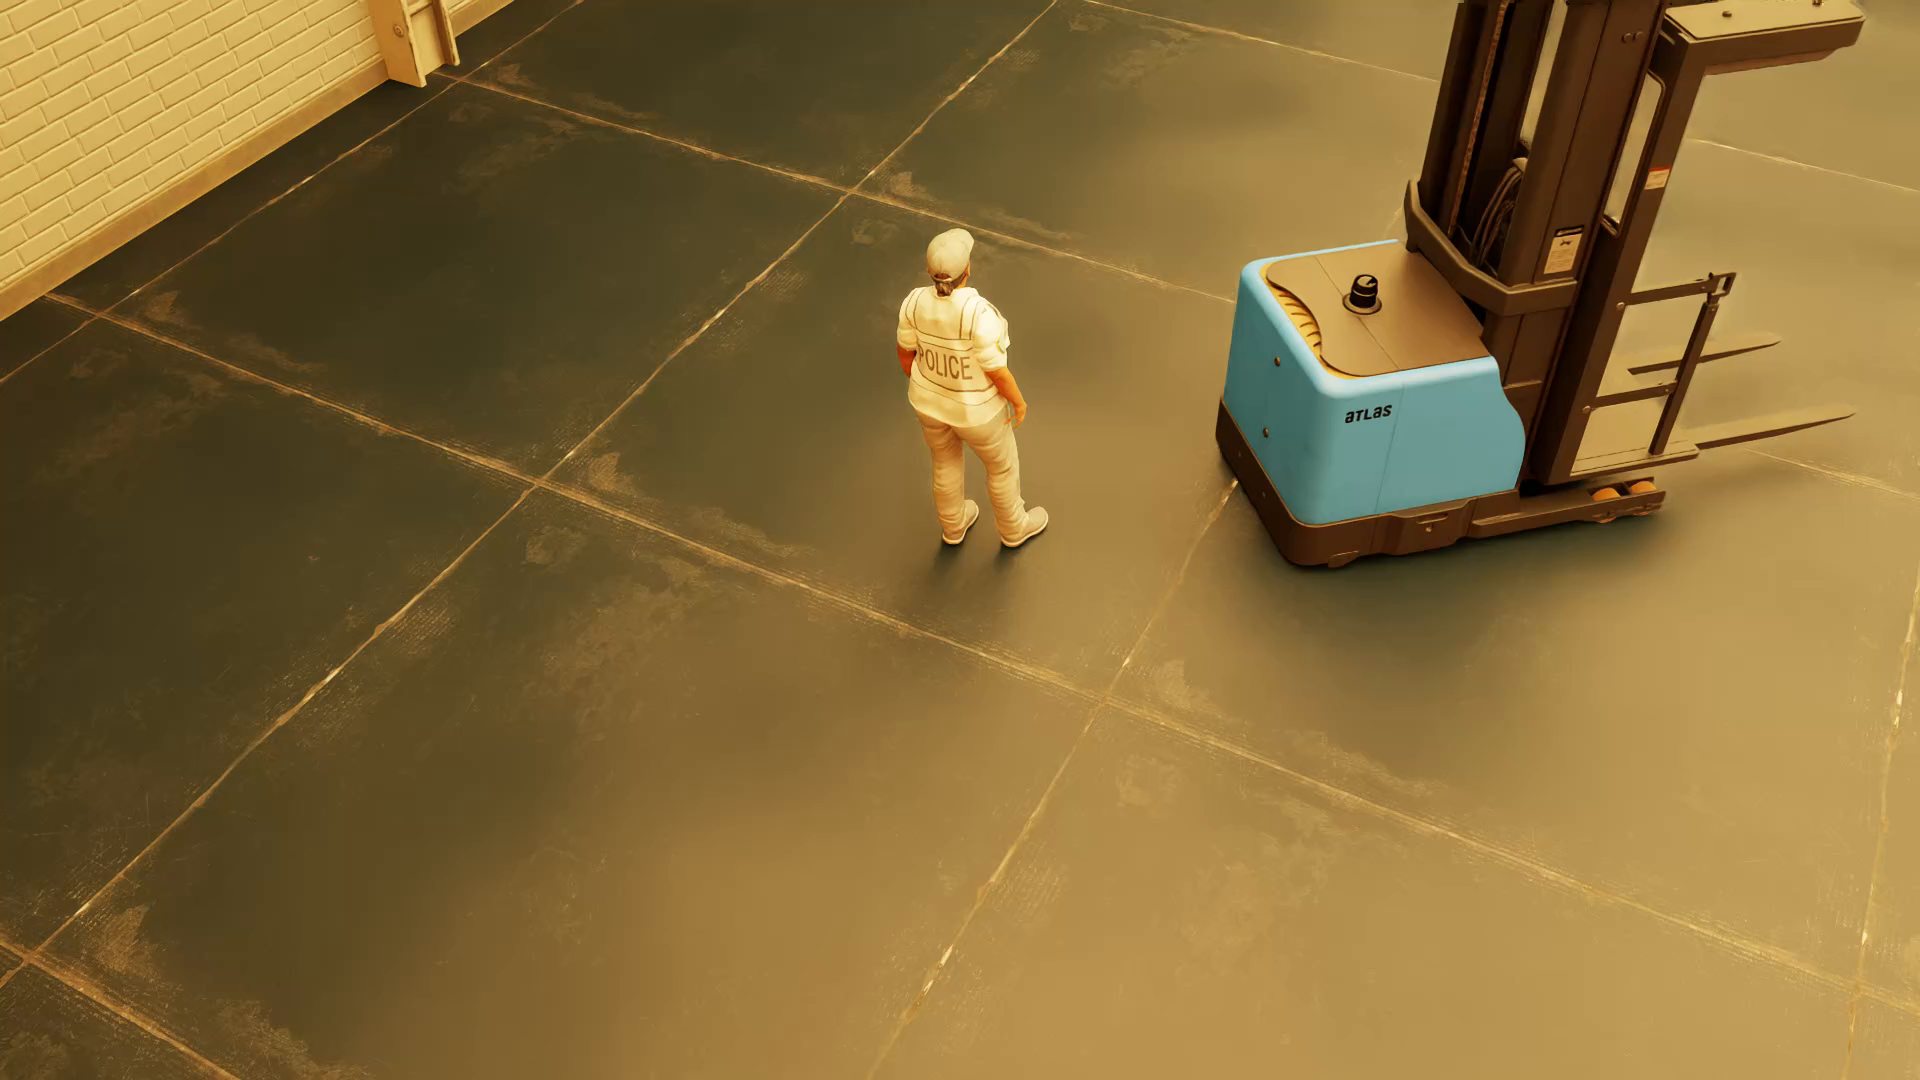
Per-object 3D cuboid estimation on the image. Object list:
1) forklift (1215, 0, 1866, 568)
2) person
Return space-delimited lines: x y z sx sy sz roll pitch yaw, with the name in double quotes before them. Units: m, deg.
"forklift" 2.838 -1.491 7.236 3.031 2.935 1.130 -10 44 -11
"person" 0.056 -0.651 7.257 0.598 1.670 0.529 20 47 20
